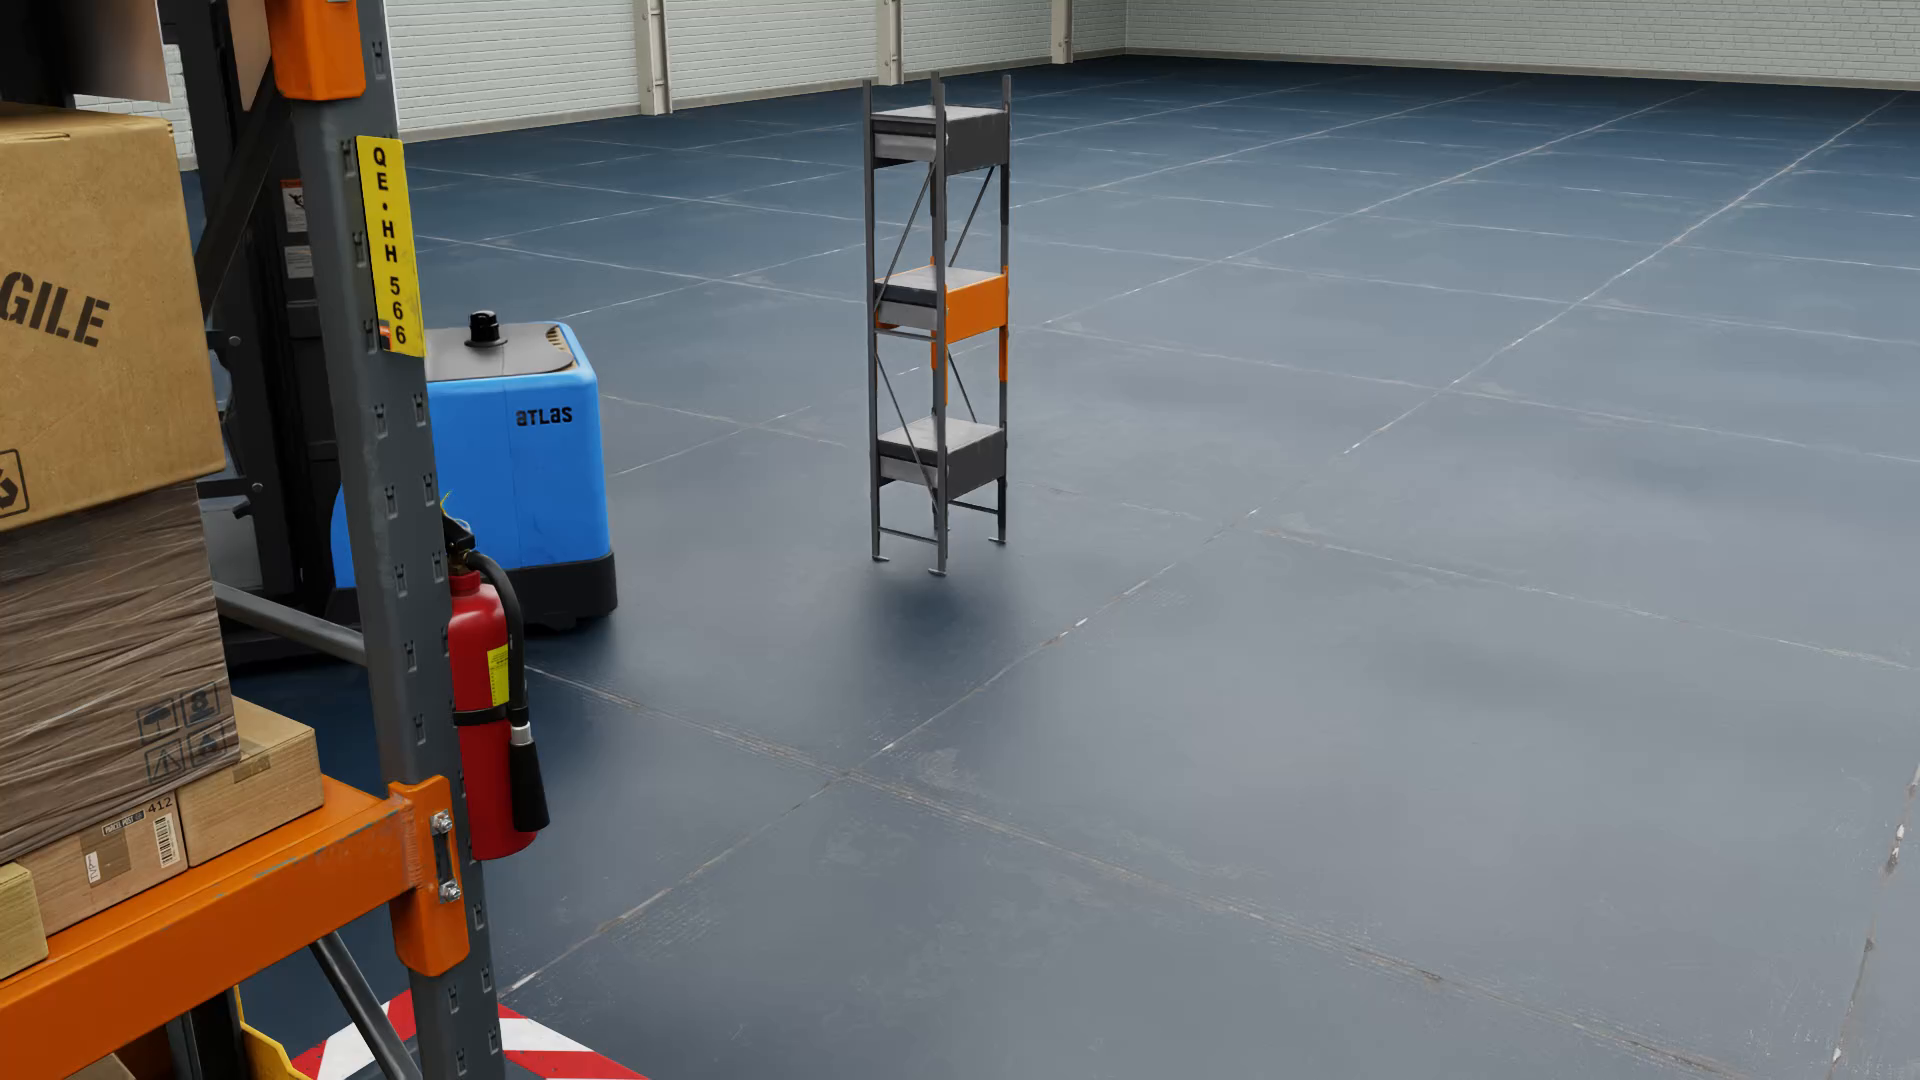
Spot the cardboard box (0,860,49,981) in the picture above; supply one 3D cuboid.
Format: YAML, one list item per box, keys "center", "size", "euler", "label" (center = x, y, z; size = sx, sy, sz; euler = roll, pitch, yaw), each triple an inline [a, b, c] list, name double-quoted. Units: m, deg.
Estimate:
- center: [-1.532, 0.531, 2.369]
  size: [0.380, 0.149, 0.250]
  euler: [13, 24, 32]
  label: "cardboard box"

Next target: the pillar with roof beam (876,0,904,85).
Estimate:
- center: [2.308, -11.598, 26.149]
  size: [9.100, 9.000, 0.400]
  euler: [13, 24, 32]
  label: "pillar with roof beam"

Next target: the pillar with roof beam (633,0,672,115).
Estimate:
- center: [-1.065, -9.877, 21.495]
  size: [9.100, 9.000, 0.400]
  euler: [13, 24, 32]
  label: "pillar with roof beam"

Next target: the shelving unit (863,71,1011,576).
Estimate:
- center: [-0.093, -0.937, 7.272]
  size: [0.431, 2.100, 0.503]
  euler: [13, 24, 32]
  label: "shelving unit"

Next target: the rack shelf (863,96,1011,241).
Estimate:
- center: [-0.093, -1.581, 7.034]
  size: [0.431, 0.518, 0.480]
  euler: [13, 24, 32]
  label: "rack shelf"

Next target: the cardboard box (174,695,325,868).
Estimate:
- center: [-1.293, 0.377, 2.783]
  size: [0.380, 0.149, 0.250]
  euler: [13, 24, 32]
  label: "cardboard box"

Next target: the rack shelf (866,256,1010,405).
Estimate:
- center: [-0.093, -0.925, 7.277]
  size: [0.431, 0.518, 0.480]
  euler: [13, 24, 32]
  label: "rack shelf"

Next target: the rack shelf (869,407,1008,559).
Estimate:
- center: [-0.093, -0.268, 7.520]
  size: [0.431, 0.518, 0.480]
  euler: [13, 24, 32]
  label: "rack shelf"

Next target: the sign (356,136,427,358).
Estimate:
- center: [-0.856, -0.440, 2.506]
  size: [0.100, 0.325, 0.005]
  euler: [13, 24, 32]
  label: "sign"

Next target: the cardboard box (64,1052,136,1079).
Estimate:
- center: [-1.669, 1.289, 2.955]
  size: [0.500, 0.500, 0.500]
  euler: [19, 28, 42]
  label: "cardboard box"

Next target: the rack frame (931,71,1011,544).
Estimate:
- center: [0.044, -1.007, 7.462]
  size: [0.400, 2.100, 0.015]
  euler: [13, 24, 32]
  label: "rack frame"

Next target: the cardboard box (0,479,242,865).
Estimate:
- center: [-1.636, 0.104, 2.588]
  size: [0.875, 0.500, 0.500]
  euler: [13, 24, 32]
  label: "cardboard box"

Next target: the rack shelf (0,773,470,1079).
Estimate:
- center: [-2.428, 1.049, 1.643]
  size: [1.077, 0.370, 4.000]
  euler: [13, 24, 32]
  label: "rack shelf"

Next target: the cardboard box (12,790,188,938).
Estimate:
- center: [-1.434, 0.449, 2.590]
  size: [0.380, 0.149, 0.250]
  euler: [13, 24, 32]
  label: "cardboard box"

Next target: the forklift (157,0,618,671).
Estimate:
- center: [-2.979, -1.014, 6.281]
  size: [3.031, 2.935, 1.130]
  euler: [-7, 21, -18]
  label: "forklift"

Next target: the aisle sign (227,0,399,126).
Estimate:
- center: [-1.021, -1.041, 2.508]
  size: [0.394, 0.787, 0.004]
  euler: [13, 24, 32]
  label: "aisle sign"

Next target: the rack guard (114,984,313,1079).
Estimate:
- center: [-1.347, 1.332, 3.444]
  size: [1.175, 0.500, 0.348]
  euler: [13, 24, 32]
  label: "rack guard"

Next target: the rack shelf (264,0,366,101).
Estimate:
- center: [-2.428, -0.358, 1.123]
  size: [1.077, 0.370, 4.000]
  euler: [13, 24, 32]
  label: "rack shelf"

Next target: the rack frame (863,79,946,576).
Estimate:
- center: [-0.230, -0.867, 7.083]
  size: [0.400, 2.100, 0.015]
  euler: [13, 24, 32]
  label: "rack frame"

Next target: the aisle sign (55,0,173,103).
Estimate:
- center: [-1.517, -1.158, 2.825]
  size: [0.394, 0.787, 0.004]
  euler: [13, 24, 32]
  label: "aisle sign"

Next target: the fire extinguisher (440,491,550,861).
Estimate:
- center: [-0.858, 0.231, 2.929]
  size: [0.296, 0.674, 0.183]
  euler: [13, 24, 32]
  label: "fire extinguisher"

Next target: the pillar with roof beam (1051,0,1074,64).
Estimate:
- center: [5.681, -13.320, 30.803]
  size: [9.100, 9.000, 0.400]
  euler: [13, 24, 32]
  label: "pillar with roof beam"

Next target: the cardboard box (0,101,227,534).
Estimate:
- center: [-1.409, -0.312, 2.270]
  size: [0.500, 0.500, 0.500]
  euler: [13, 24, 32]
  label: "cardboard box"
